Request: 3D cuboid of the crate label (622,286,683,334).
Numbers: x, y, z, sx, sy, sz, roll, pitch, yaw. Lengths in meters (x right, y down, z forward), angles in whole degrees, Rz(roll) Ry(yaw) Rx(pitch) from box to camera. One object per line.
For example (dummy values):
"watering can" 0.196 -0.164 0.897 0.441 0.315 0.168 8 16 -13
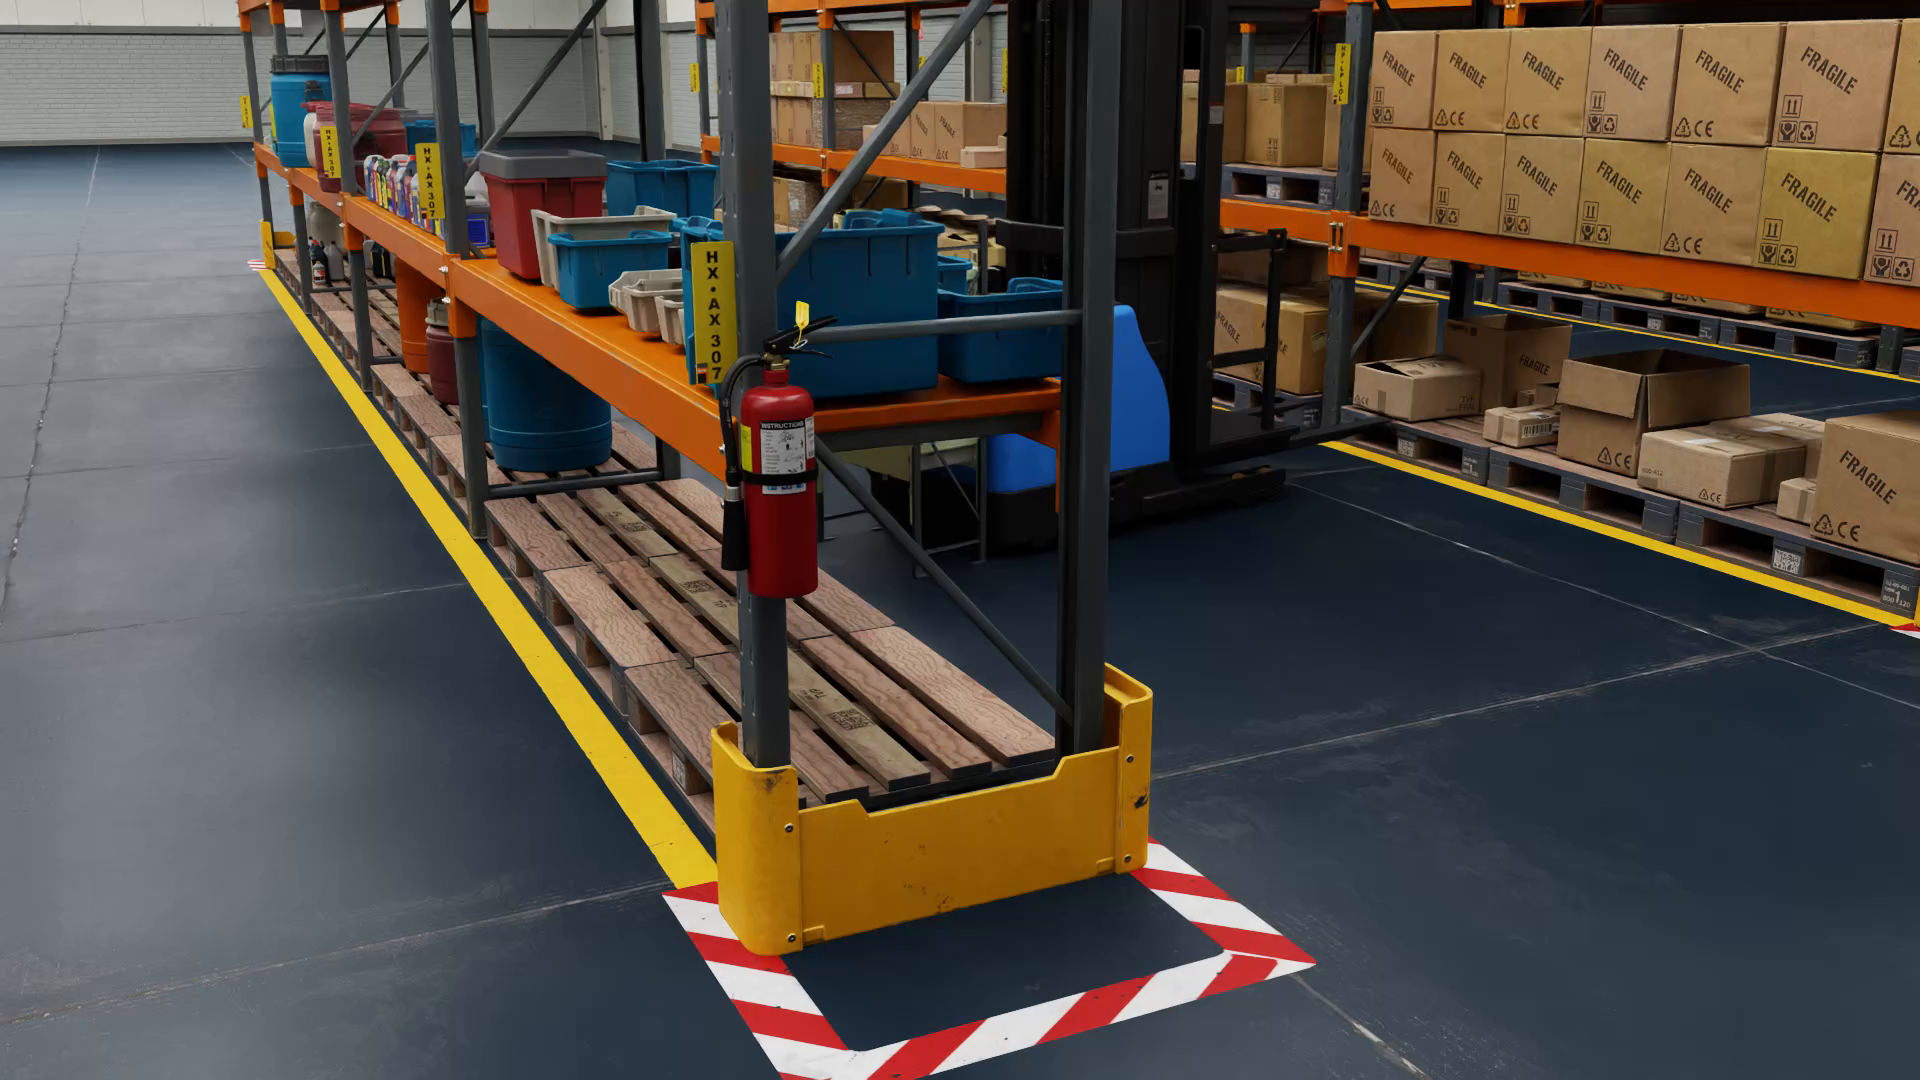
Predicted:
"crate label" -0.857 -0.739 5.257 0.396 0.136 0.243 -8 18 -25

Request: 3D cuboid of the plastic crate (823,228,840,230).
"plastic crate" -0.599 -0.967 5.877 0.416 0.233 0.300 -8 18 -25

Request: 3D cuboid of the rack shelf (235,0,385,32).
"rack shelf" -6.212 -5.084 15.895 1.077 0.370 4.000 -8 18 -25

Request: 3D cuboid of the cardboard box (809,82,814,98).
"cardboard box" -1.300 -4.553 16.820 0.380 0.149 0.250 -8 18 -26

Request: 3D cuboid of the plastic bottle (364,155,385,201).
"plastic bottle" -3.685 -2.294 10.533 0.152 0.276 0.135 -8 18 -25

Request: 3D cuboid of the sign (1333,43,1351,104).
"sign" 2.126 -2.595 9.255 0.100 0.325 0.005 -8 18 -25

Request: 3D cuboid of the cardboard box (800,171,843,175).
"cardboard box" -1.462 -3.855 18.610 0.500 0.500 0.500 -8 18 -25

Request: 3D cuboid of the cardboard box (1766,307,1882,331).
"cardboard box" 6.673 -2.020 12.487 0.750 0.750 0.750 -7 18 -24

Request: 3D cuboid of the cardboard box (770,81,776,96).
"cardboard box" -1.867 -4.872 17.932 0.380 0.149 0.250 -7 17 -23

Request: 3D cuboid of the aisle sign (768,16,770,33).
"aisle sign" -2.399 -6.383 19.843 0.394 0.787 0.004 -8 18 -25

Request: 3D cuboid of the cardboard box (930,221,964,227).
"cardboard box" -0.250 -2.726 15.019 0.500 0.311 0.500 -7 17 -23

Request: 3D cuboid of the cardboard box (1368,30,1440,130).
"cardboard box" 2.577 -2.484 8.975 0.500 0.500 0.500 -7 17 -23

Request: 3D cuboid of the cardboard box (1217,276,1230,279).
"cardboard box" 1.953 -1.647 11.785 0.500 0.500 0.500 -8 18 -27

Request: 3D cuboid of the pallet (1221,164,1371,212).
"pallet" 2.371 -2.225 10.415 1.003 0.211 1.213 -8 18 -25

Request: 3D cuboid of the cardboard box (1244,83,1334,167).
"cardboard box" 2.258 -2.663 10.651 0.700 0.500 0.500 -5 17 -16

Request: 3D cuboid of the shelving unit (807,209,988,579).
"shelving unit" -0.277 -0.667 7.356 0.431 1.500 0.755 -13 20 -38

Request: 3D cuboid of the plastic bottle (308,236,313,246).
"plastic bottle" -6.103 -2.683 15.667 0.144 0.351 0.185 -8 18 -25

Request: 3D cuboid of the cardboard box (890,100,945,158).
"cardboard box" -0.329 -3.815 15.425 0.500 0.500 0.500 -6 17 -21

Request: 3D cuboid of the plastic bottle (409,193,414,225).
"plastic bottle" -2.911 -1.804 8.958 0.097 0.201 0.097 0 16 0

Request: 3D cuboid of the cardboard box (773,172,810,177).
"cardboard box" -1.944 -3.790 18.384 0.500 0.500 0.500 -8 18 -25

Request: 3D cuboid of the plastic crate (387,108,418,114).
"plastic crate" -4.849 -3.440 14.183 0.402 0.464 0.583 -8 18 -25

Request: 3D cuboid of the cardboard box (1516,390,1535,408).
"cardboard box" 3.346 -0.755 9.313 0.380 0.149 0.250 -8 18 -25

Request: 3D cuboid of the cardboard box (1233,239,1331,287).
"cardboard box" 2.192 -1.874 11.217 0.500 0.250 0.500 -8 18 -25

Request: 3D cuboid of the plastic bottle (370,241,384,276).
"plastic bottle" -5.446 -2.663 15.598 0.144 0.351 0.185 -8 18 -25

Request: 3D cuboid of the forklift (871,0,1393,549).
"forklift" 1.031 -1.678 8.285 3.031 2.935 1.130 -13 20 -37

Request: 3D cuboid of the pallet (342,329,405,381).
"pallet" -3.888 -1.357 12.096 1.003 0.211 1.213 -8 18 -25

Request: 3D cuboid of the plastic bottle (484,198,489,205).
"plastic bottle" -2.351 -1.582 8.186 0.097 0.201 0.097 0 16 0

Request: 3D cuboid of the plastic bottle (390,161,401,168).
"plastic bottle" -3.401 -2.153 10.047 0.097 0.271 0.097 0 16 0

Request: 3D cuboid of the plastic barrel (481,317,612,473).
"plastic barrel" -2.054 -0.839 8.278 0.600 0.901 0.708 -8 18 -25

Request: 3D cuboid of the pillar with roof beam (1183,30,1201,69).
"pillar with roof beam" -0.968 -7.976 19.229 9.100 9.000 0.400 -8 18 -25

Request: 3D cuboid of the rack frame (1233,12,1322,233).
"rack frame" 3.570 -4.689 18.654 1.000 3.000 0.127 -8 18 -25

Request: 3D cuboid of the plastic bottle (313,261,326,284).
"plastic bottle" -5.775 -2.411 14.989 0.097 0.201 0.097 0 16 0

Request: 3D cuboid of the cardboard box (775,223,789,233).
"cardboard box" -1.724 -3.306 18.056 0.500 0.250 0.500 -8 18 -25

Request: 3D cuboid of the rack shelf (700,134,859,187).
"rack shelf" -1.758 -4.240 18.392 1.077 0.370 4.000 -8 18 -25

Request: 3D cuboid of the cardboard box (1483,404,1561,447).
"cardboard box" 3.000 -0.612 8.785 0.380 0.166 0.250 -8 18 -25

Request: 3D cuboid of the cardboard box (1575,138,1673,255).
"cardboard box" 3.270 -1.618 7.770 0.500 0.500 0.500 -8 18 -26

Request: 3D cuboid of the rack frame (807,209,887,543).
"rack frame" -0.510 -0.745 7.627 0.400 1.500 0.023 -13 20 -38

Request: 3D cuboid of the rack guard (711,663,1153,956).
"rack guard" -0.057 0.689 4.443 1.175 0.500 0.348 -8 18 -25

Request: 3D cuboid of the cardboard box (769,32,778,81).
"cardboard box" -1.741 -5.244 18.053 0.700 0.500 0.500 -8 18 -25

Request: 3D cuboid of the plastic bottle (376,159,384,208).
"plastic bottle" -3.464 -2.144 9.997 0.061 0.283 0.133 -8 18 -25

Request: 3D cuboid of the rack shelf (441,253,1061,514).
"rack shelf" -0.955 -0.667 5.941 1.077 0.370 4.000 -8 18 -25

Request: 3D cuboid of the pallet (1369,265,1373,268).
"pallet" 3.912 -3.156 18.366 1.003 0.211 1.213 -8 18 -25

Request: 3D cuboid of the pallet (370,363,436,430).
"pallet" -3.201 -0.970 10.747 1.003 0.211 1.213 -8 18 -25

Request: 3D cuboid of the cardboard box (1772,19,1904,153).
"cardboard box" 3.711 -1.845 6.749 0.500 0.500 0.500 -7 17 -23

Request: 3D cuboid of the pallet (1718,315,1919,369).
"pallet" 6.669 -1.548 12.761 1.003 0.211 1.213 -8 18 -25

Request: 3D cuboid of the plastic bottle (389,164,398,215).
"plastic bottle" -3.219 -2.006 9.514 0.061 0.283 0.133 -8 18 -25

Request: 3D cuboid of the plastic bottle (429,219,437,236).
"plastic bottle" -2.609 -1.719 8.392 0.144 0.351 0.185 -8 18 -25

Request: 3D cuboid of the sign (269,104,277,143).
"sign" -5.835 -3.561 14.222 0.100 0.325 0.005 -8 18 -25

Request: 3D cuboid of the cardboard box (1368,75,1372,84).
"cardboard box" 4.317 -4.520 17.083 0.700 0.500 0.500 -5 17 -17

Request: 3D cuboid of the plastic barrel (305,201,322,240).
"plastic barrel" -6.731 -3.336 17.687 0.421 0.512 0.421 0 16 0

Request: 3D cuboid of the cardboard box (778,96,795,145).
"cardboard box" -1.535 -4.502 17.820 0.700 0.500 0.500 -7 18 -24

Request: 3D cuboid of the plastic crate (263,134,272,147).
"plastic crate" -6.986 -4.096 17.066 0.298 0.136 0.250 -8 18 -25

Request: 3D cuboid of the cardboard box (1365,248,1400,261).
"cardboard box" 4.596 -3.141 16.993 0.700 0.500 0.500 -8 18 -25

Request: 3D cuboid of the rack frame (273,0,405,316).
"rack frame" -5.336 -3.492 14.482 1.000 3.000 0.127 -8 18 -25

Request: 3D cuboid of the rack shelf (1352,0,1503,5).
"rack shelf" 3.499 -2.706 7.609 1.077 0.370 4.000 -8 18 -25

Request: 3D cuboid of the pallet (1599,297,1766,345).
"pallet" 6.130 -1.851 13.816 1.003 0.211 1.213 -8 18 -25

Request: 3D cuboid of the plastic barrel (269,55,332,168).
"plastic barrel" -5.439 -3.601 13.951 0.600 0.901 0.708 -8 18 -25

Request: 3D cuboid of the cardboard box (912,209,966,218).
"cardboard box" -0.213 -3.046 16.132 0.500 0.311 0.500 -7 17 -23
